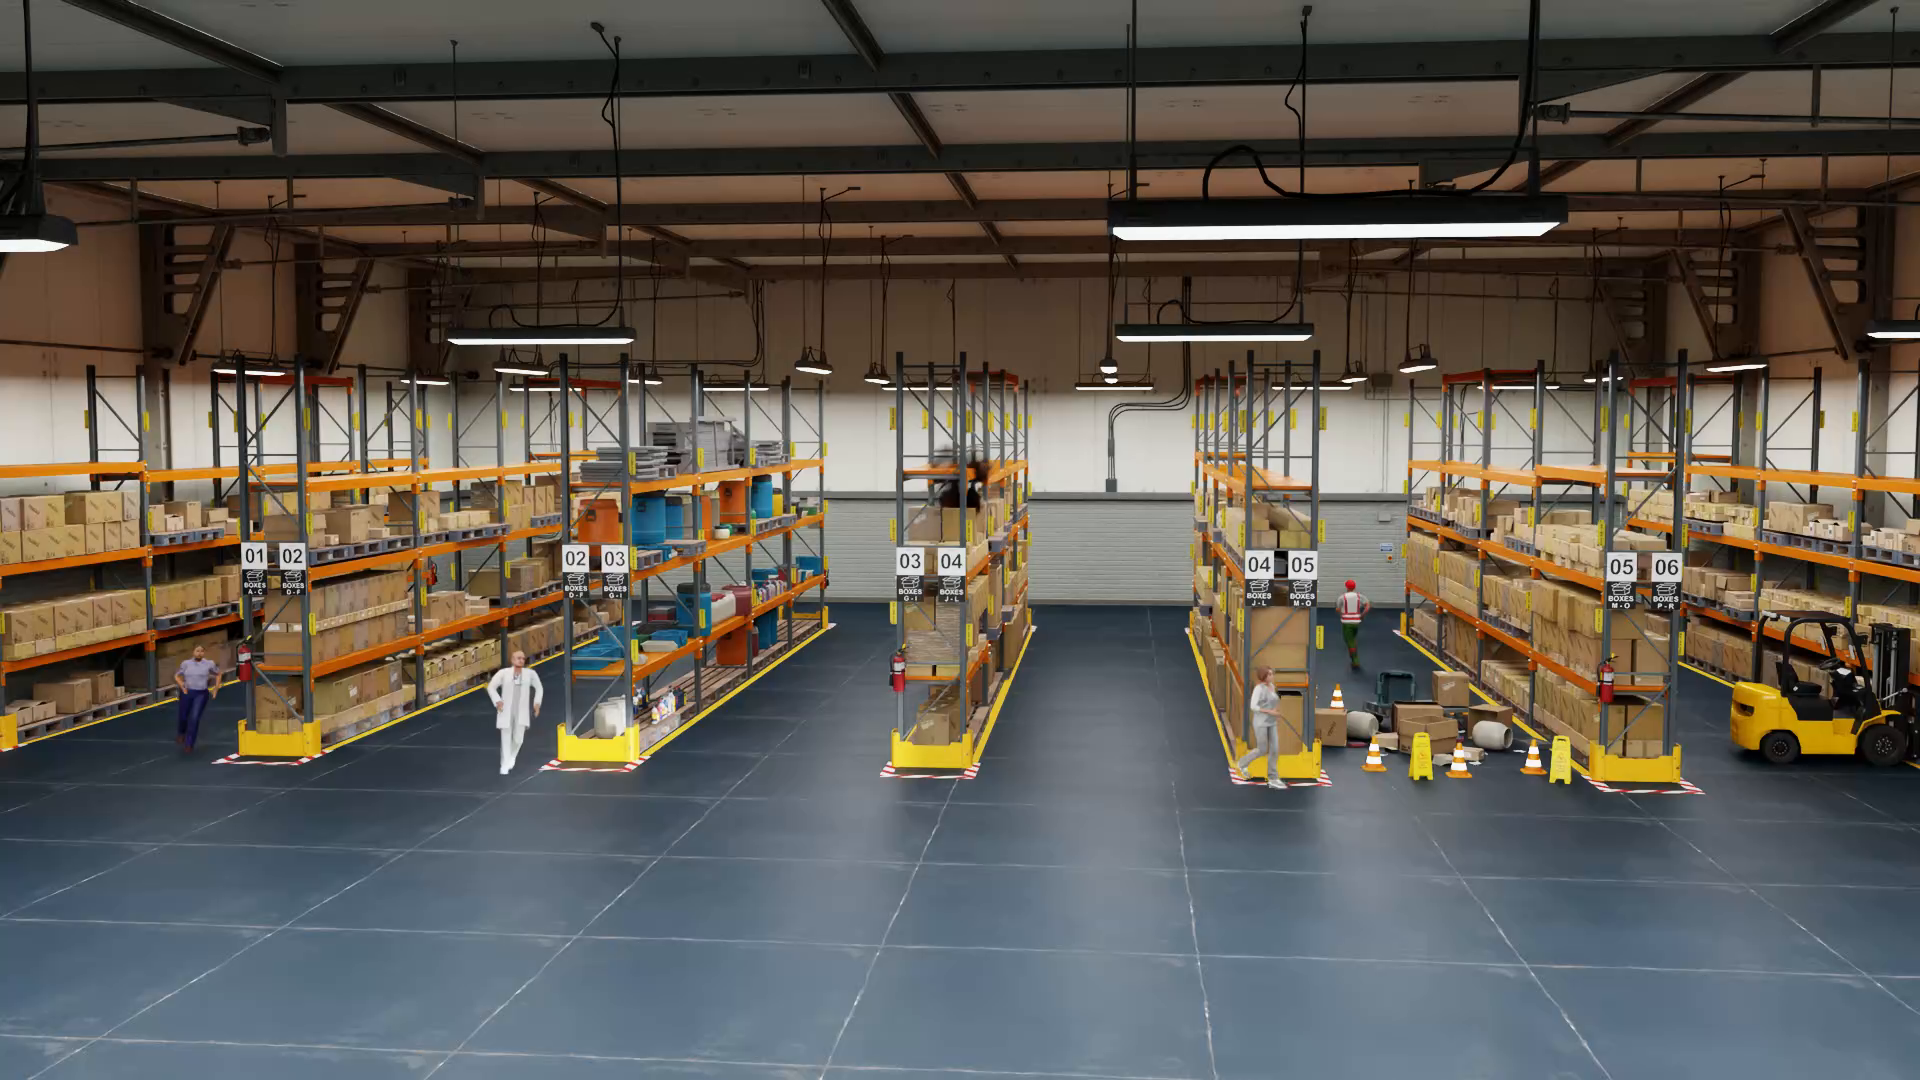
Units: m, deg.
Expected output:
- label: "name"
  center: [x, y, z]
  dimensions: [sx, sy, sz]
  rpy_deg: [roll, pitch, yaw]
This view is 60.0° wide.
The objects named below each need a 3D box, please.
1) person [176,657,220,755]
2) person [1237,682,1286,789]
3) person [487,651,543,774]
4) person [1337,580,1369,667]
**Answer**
- label: "person"
  center: [-11.658, 2.491, 25.398]
  dimensions: [0.678, 1.446, 0.798]
  rpy_deg: [-1, 4, -18]
- label: "person"
  center: [4.005, 2.567, 22.031]
  dimensions: [0.732, 1.382, 0.560]
  rpy_deg: [4, 6, 44]
- label: "person"
  center: [-6.344, 2.458, 23.759]
  dimensions: [0.785, 1.729, 0.555]
  rpy_deg: [-1, 4, -20]
- label: "person"
  center: [7.941, 1.719, 33.774]
  dimensions: [0.604, 1.830, 0.663]
  rpy_deg: [-1, 4, -12]
